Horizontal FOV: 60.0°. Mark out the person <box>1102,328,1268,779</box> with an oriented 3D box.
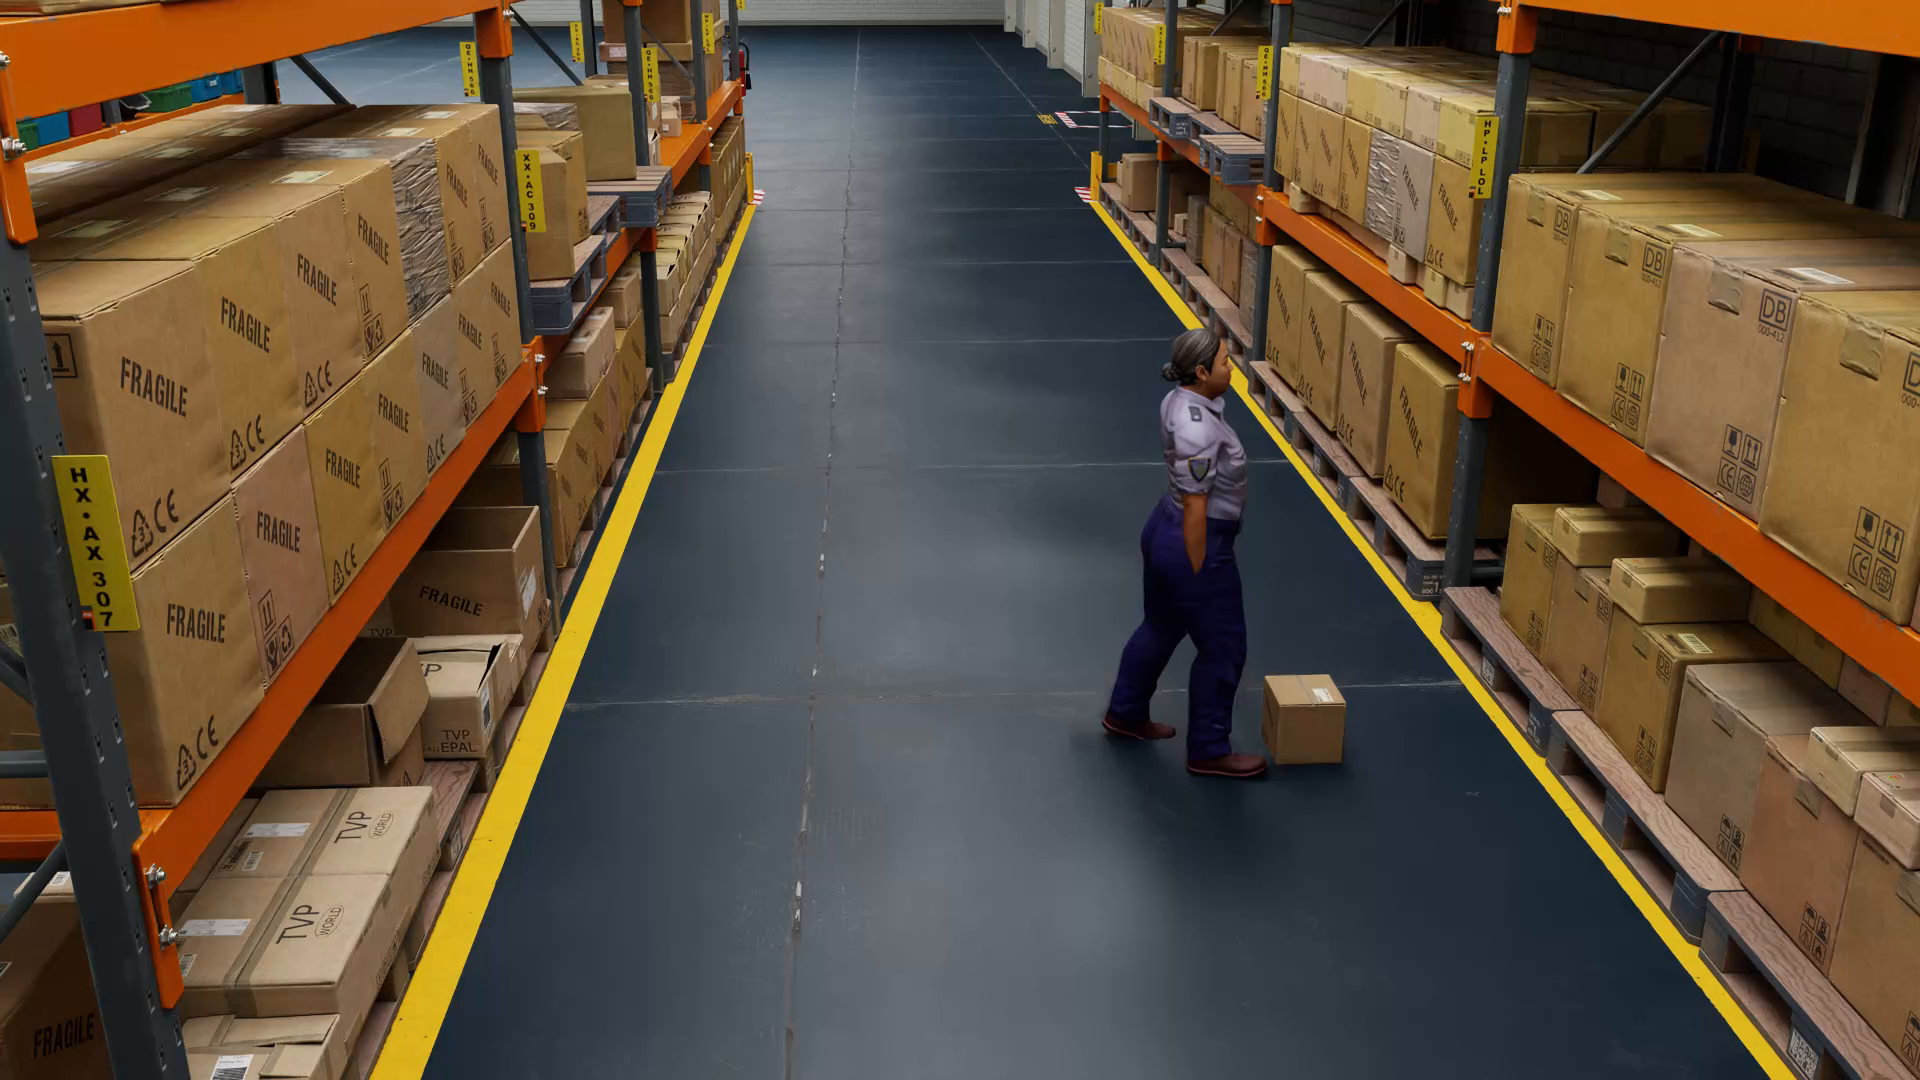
[{"bbox_3d":[0.847,0.050,6.011,0.565,1.667,0.476,-1,21,-2],"label":"person"}]
